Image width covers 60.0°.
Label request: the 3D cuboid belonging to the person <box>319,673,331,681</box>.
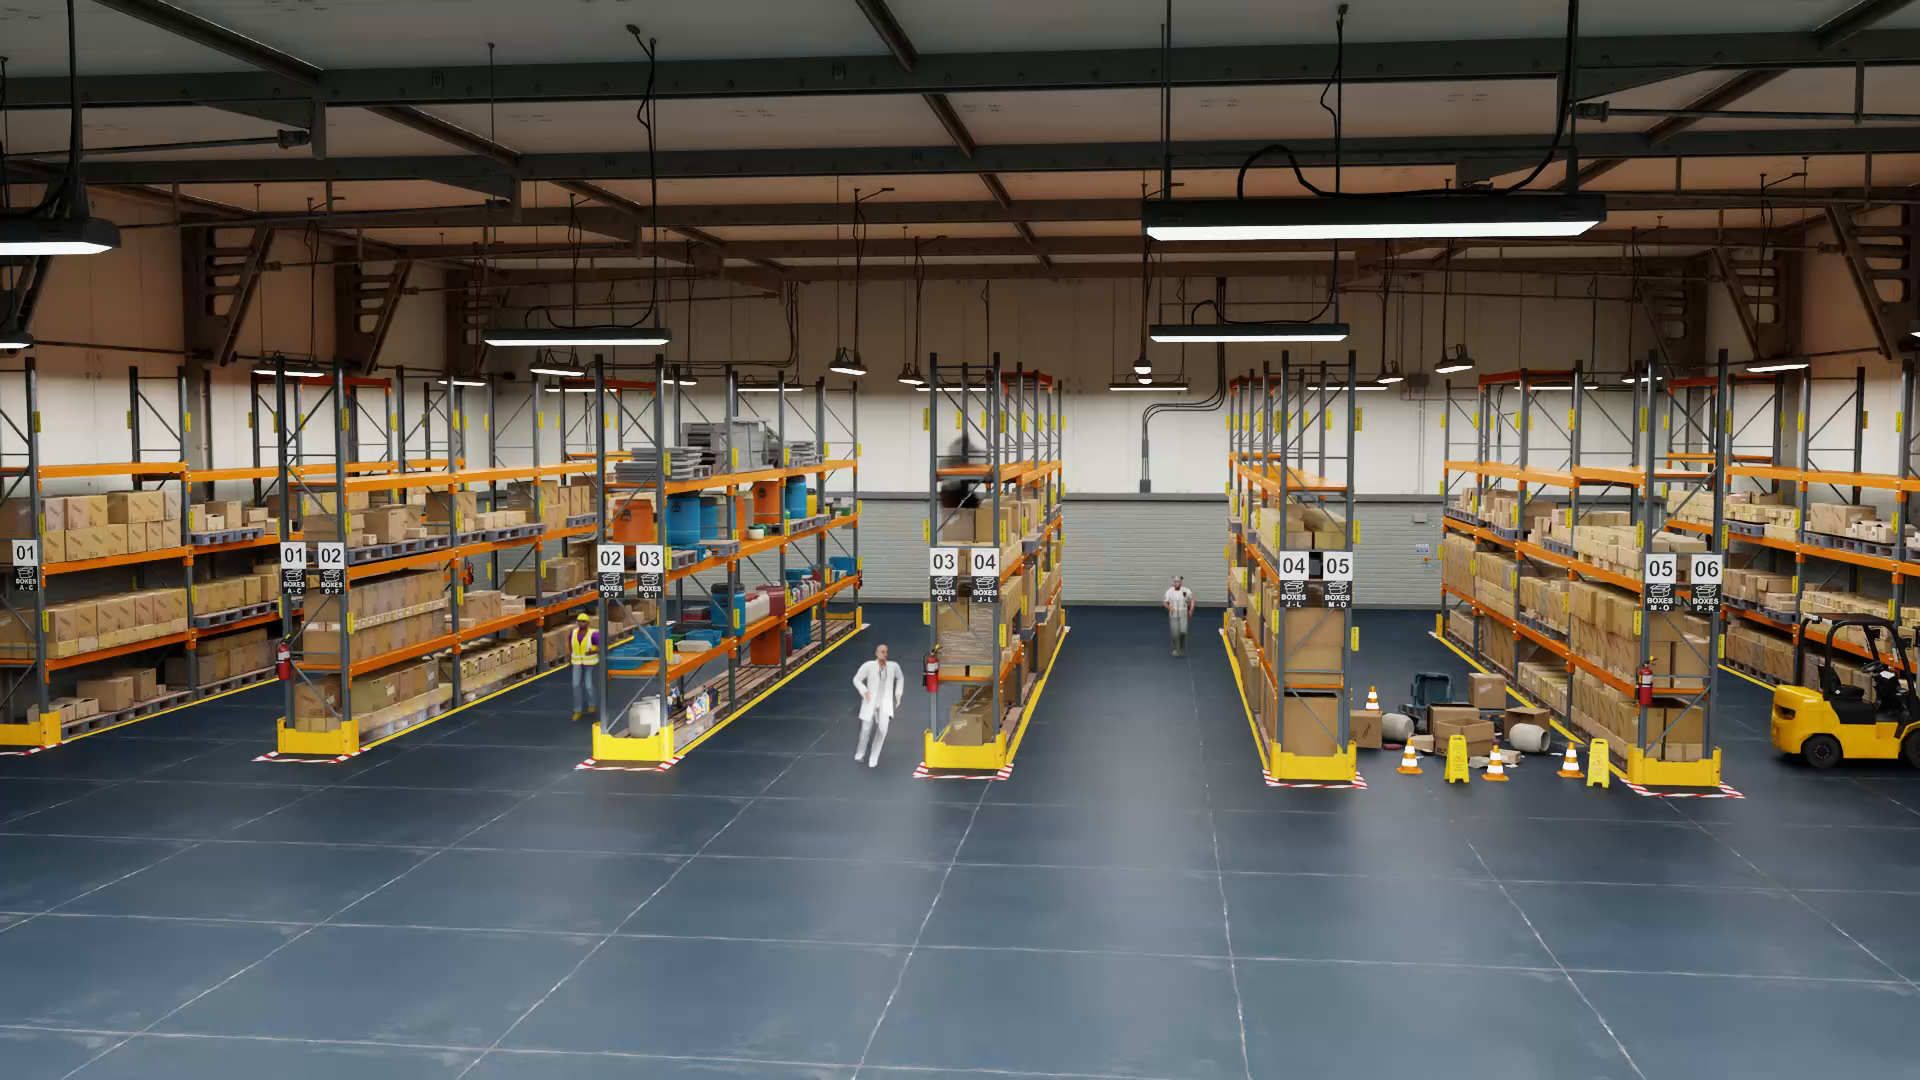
[{"bbox_3d":[-10.976,2.126,28.846,0.543,1.720,0.869,0,4,-4],"label":"person"}]

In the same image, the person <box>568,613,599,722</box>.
[{"bbox_3d":[-6.334,2.136,28.146,0.680,1.822,0.794,0,4,1],"label":"person"}]

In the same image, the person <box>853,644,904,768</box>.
[{"bbox_3d":[-1.186,2.420,24.372,0.771,1.789,0.730,-1,4,-8],"label":"person"}]

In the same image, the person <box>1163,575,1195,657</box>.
[{"bbox_3d":[4.666,1.620,35.490,0.665,1.759,0.629,1,4,12],"label":"person"}]
